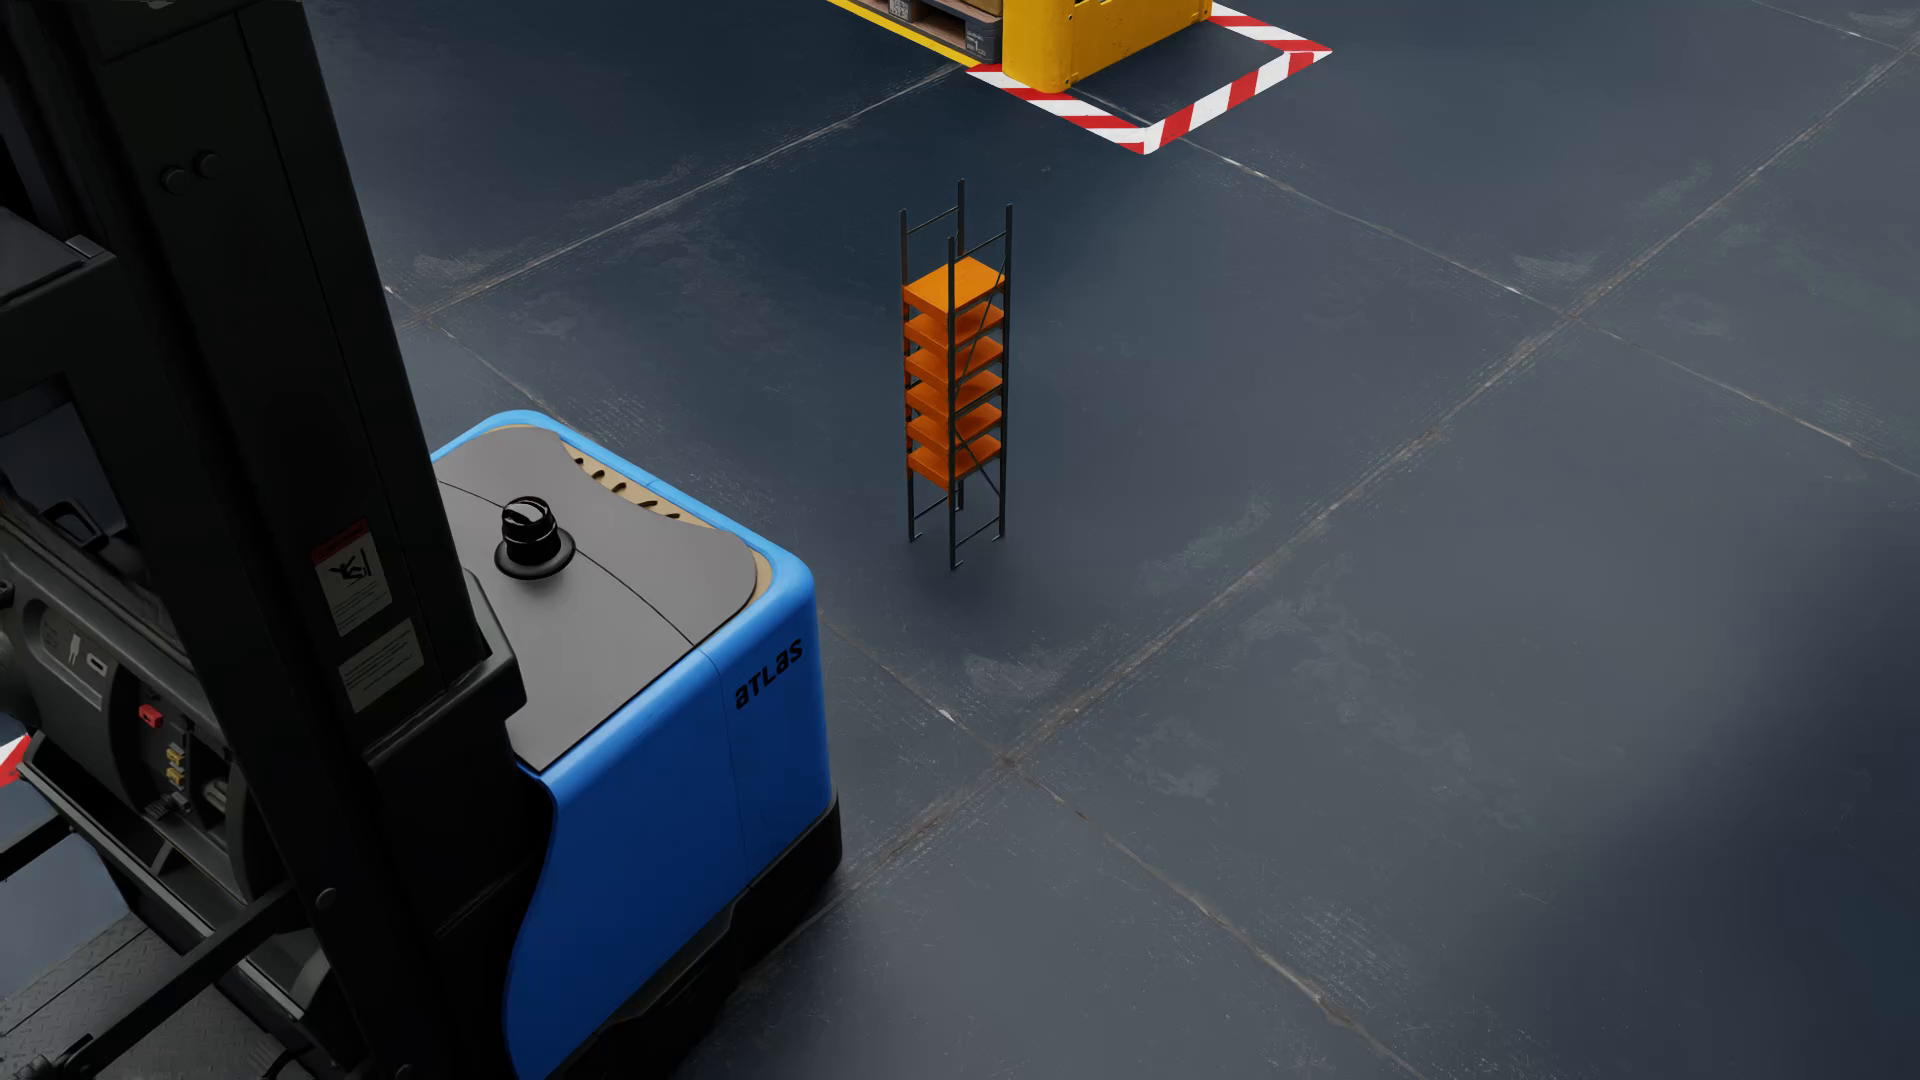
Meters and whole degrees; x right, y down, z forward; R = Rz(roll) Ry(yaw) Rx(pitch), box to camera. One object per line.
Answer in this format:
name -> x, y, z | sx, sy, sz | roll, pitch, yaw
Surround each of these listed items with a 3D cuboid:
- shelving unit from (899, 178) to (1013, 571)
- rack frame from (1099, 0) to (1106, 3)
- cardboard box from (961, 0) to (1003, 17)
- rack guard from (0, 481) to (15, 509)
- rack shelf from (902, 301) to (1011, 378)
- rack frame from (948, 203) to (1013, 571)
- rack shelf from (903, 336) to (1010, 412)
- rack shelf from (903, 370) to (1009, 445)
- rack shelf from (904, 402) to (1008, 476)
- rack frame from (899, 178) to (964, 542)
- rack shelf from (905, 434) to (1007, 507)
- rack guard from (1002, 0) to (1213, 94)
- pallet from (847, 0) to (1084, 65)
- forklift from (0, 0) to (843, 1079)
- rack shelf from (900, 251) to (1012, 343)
shelving unit -> -0.010, -0.448, 4.850 | 0.258, 1.200, 0.189 | -34, 53, -31
rack frame -> 0.682, -3.442, 6.764 | 1.000, 3.000, 0.127 | -34, 53, -31
cardboard box -> 0.174, -3.085, 7.634 | 0.875, 0.875, 0.875 | -34, 53, -31
rack guard -> -2.954, -0.232, 5.132 | 1.175, 0.500, 0.348 | -34, 53, -31
rack shelf -> -0.010, -0.591, 4.718 | 0.258, 0.103, 0.180 | -34, 53, -31
rack frame -> 0.054, -0.404, 4.803 | 0.240, 1.200, 0.006 | -34, 53, -31
rack shelf -> -0.010, -0.503, 4.799 | 0.258, 0.103, 0.180 | -34, 53, -31
rack shelf -> -0.010, -0.415, 4.880 | 0.258, 0.103, 0.180 | -34, 53, -31
rack shelf -> -0.010, -0.327, 4.962 | 0.258, 0.103, 0.180 | -34, 53, -31
rack frame -> -0.075, -0.492, 4.898 | 0.240, 1.200, 0.006 | -34, 53, -31
rack shelf -> -0.010, -0.239, 5.043 | 0.258, 0.103, 0.180 | -34, 53, -31
rack guard -> 0.699, -2.512, 7.600 | 1.175, 0.500, 0.348 | -34, 53, -31
pallet -> 0.062, -2.764, 8.086 | 1.003, 0.211, 1.213 | -34, 53, -31
forklift -> -1.601, 0.361, 2.699 | 1.130, 2.935, 3.031 | 28, 49, 27
rack shelf -> -0.010, -0.679, 4.636 | 0.258, 0.103, 0.180 | -34, 53, -31
